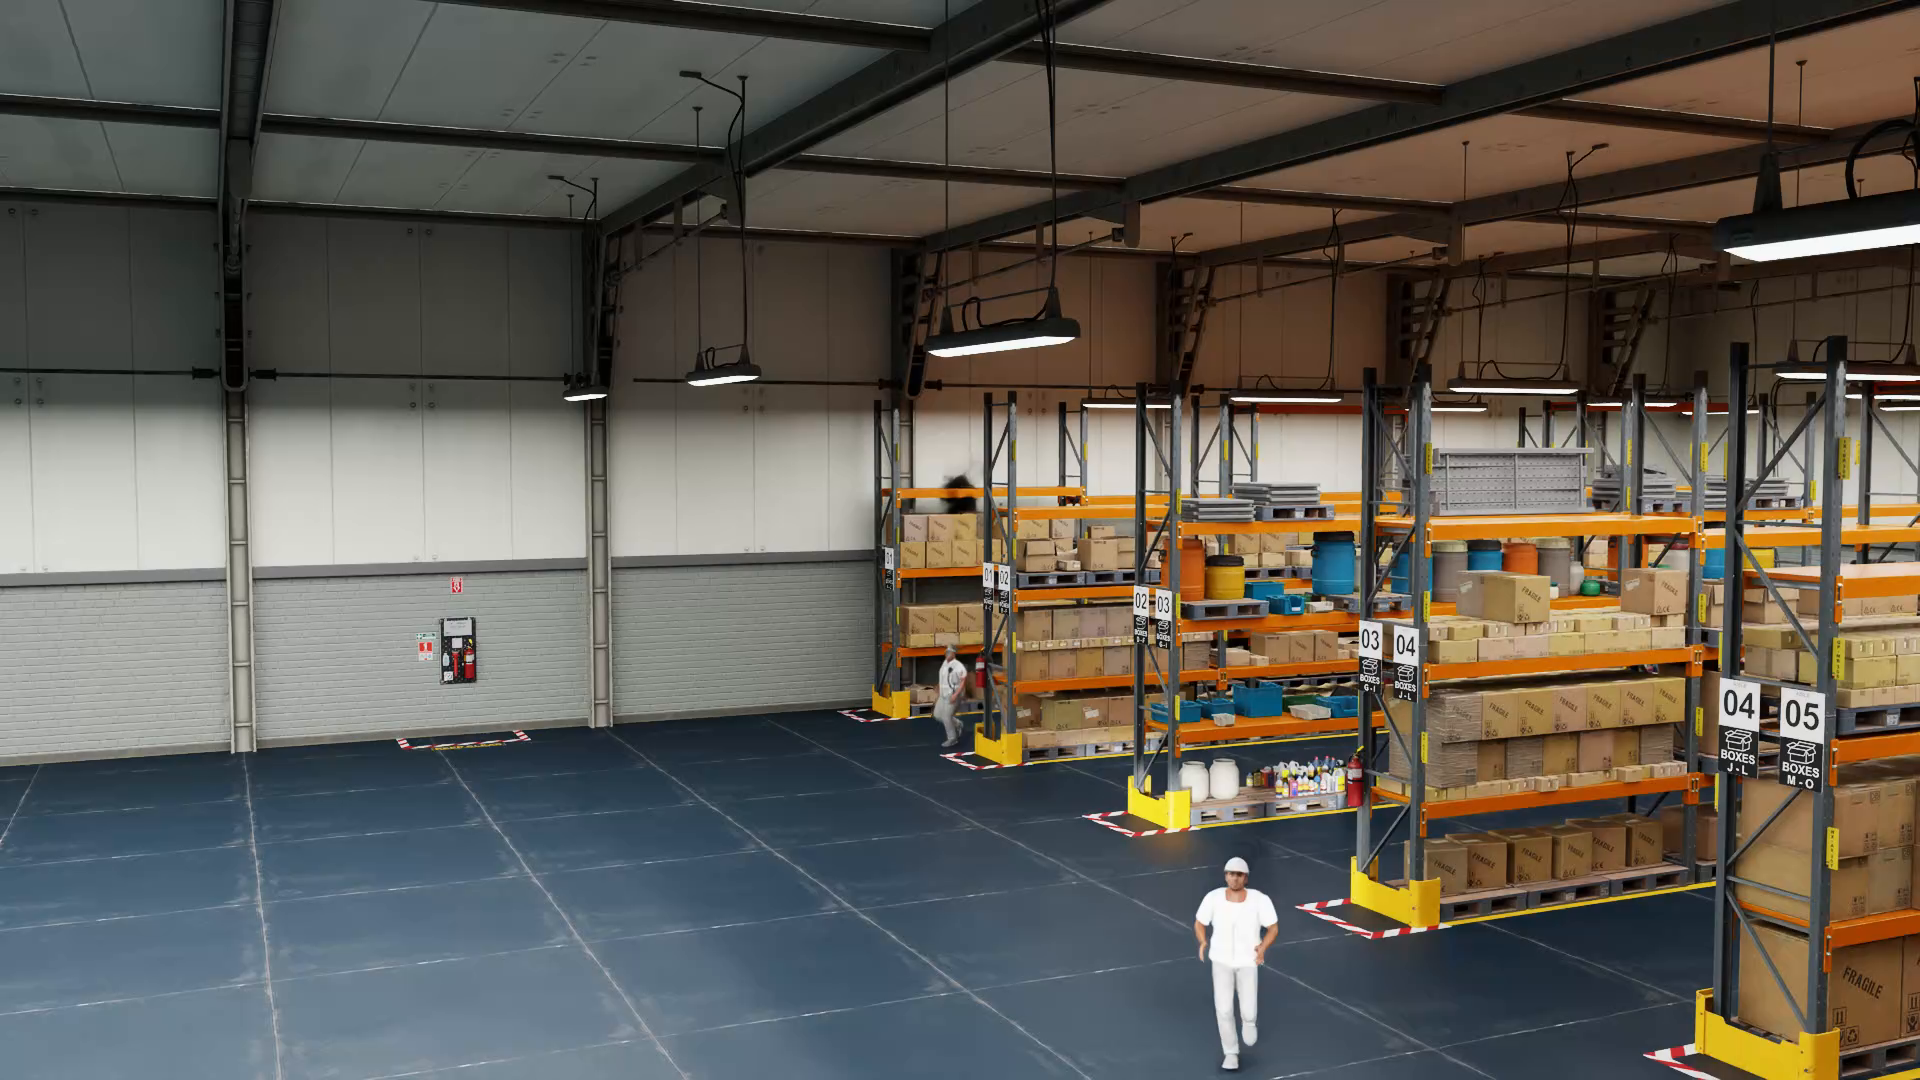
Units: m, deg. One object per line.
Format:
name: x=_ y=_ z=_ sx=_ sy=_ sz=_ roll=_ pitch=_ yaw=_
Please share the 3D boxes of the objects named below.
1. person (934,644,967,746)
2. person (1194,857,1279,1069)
person: x=-0.153 y=2.651 z=28.498 sx=0.549 sy=1.748 sz=0.695 roll=-2 pitch=4 yaw=-31
person: x=2.297 y=3.495 z=13.878 sx=0.700 sy=1.718 sz=0.625 roll=1 pitch=3 yaw=15
